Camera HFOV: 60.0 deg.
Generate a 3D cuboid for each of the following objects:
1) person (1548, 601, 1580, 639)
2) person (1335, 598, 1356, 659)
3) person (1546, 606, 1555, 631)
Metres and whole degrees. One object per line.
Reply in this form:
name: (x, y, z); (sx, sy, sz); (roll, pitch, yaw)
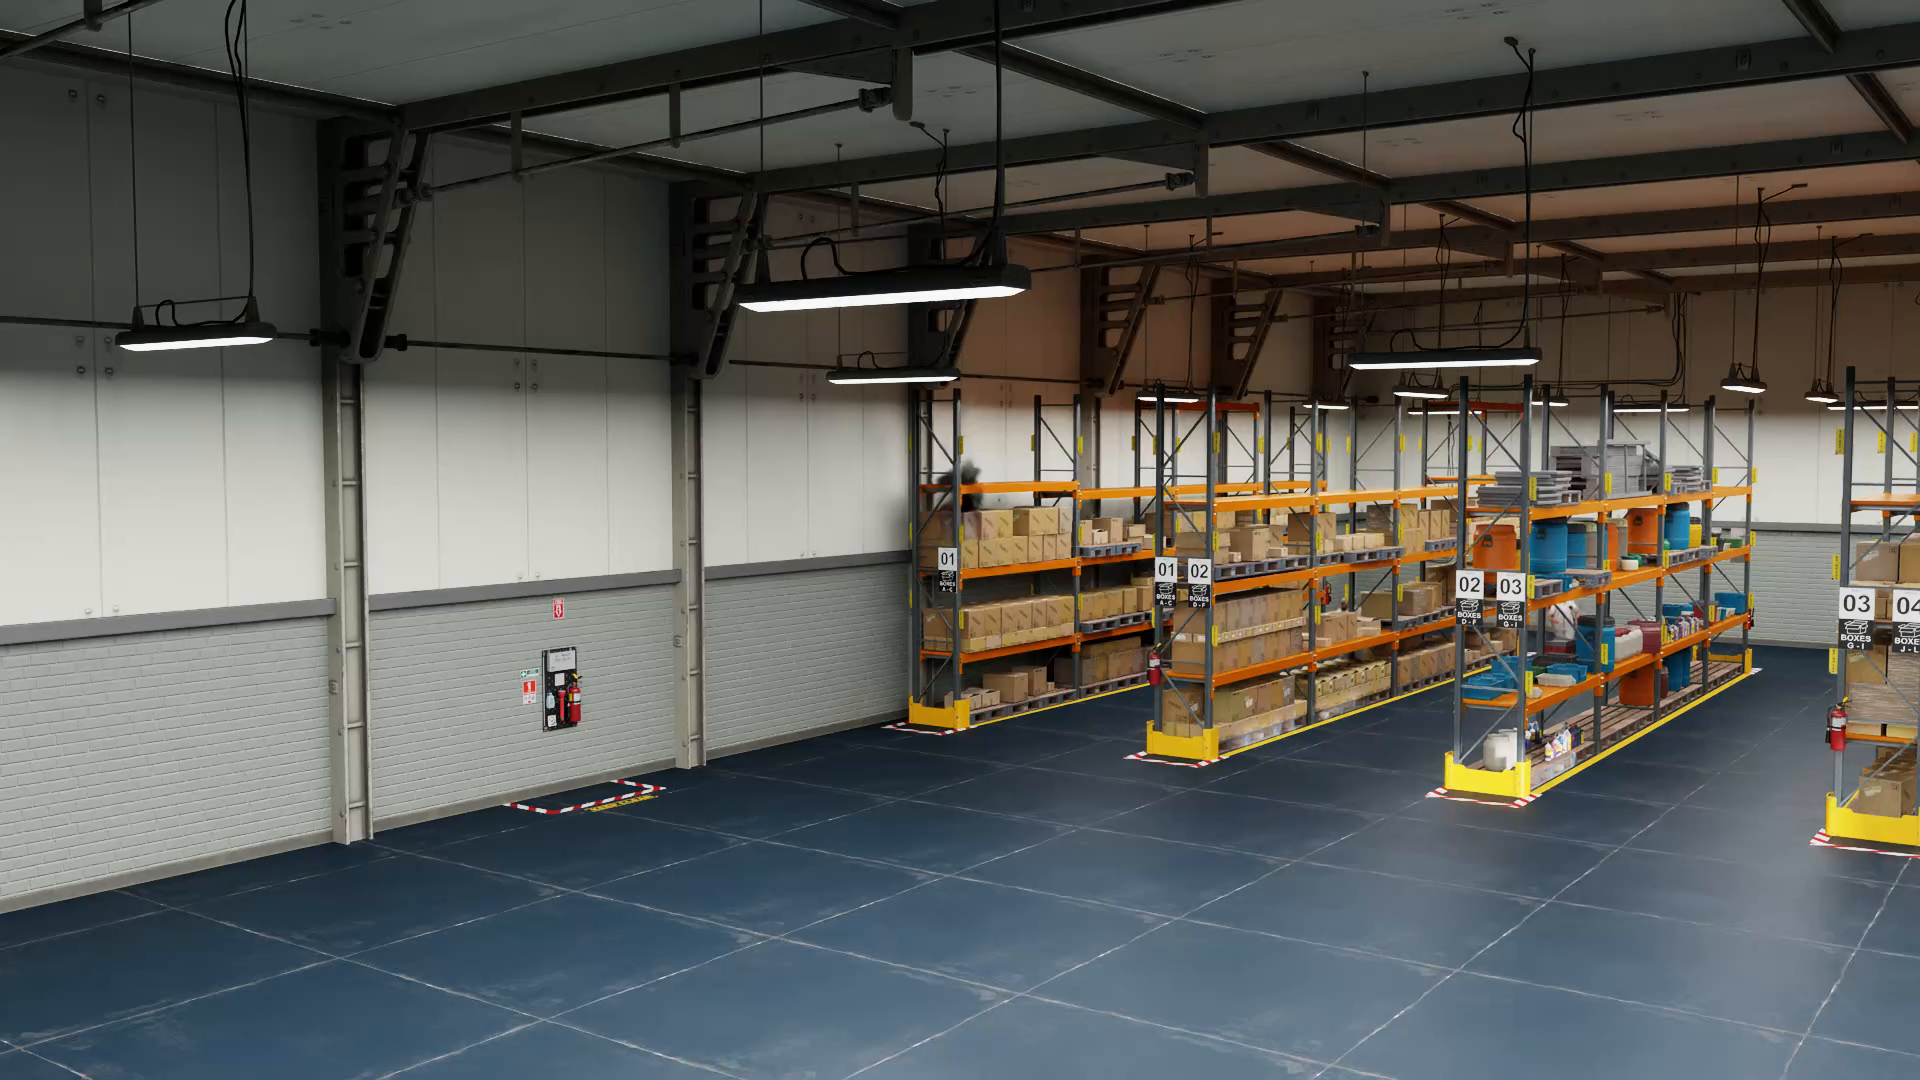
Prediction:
person: (13.547, 1.981, 37.326); (0.664, 1.755, 1.010); (1, 4, 22)
person: (8.500, 2.106, 36.797); (0.607, 1.644, 0.694); (2, 4, 34)
person: (14.201, 1.898, 39.565); (0.728, 1.707, 0.861); (0, 3, 2)
